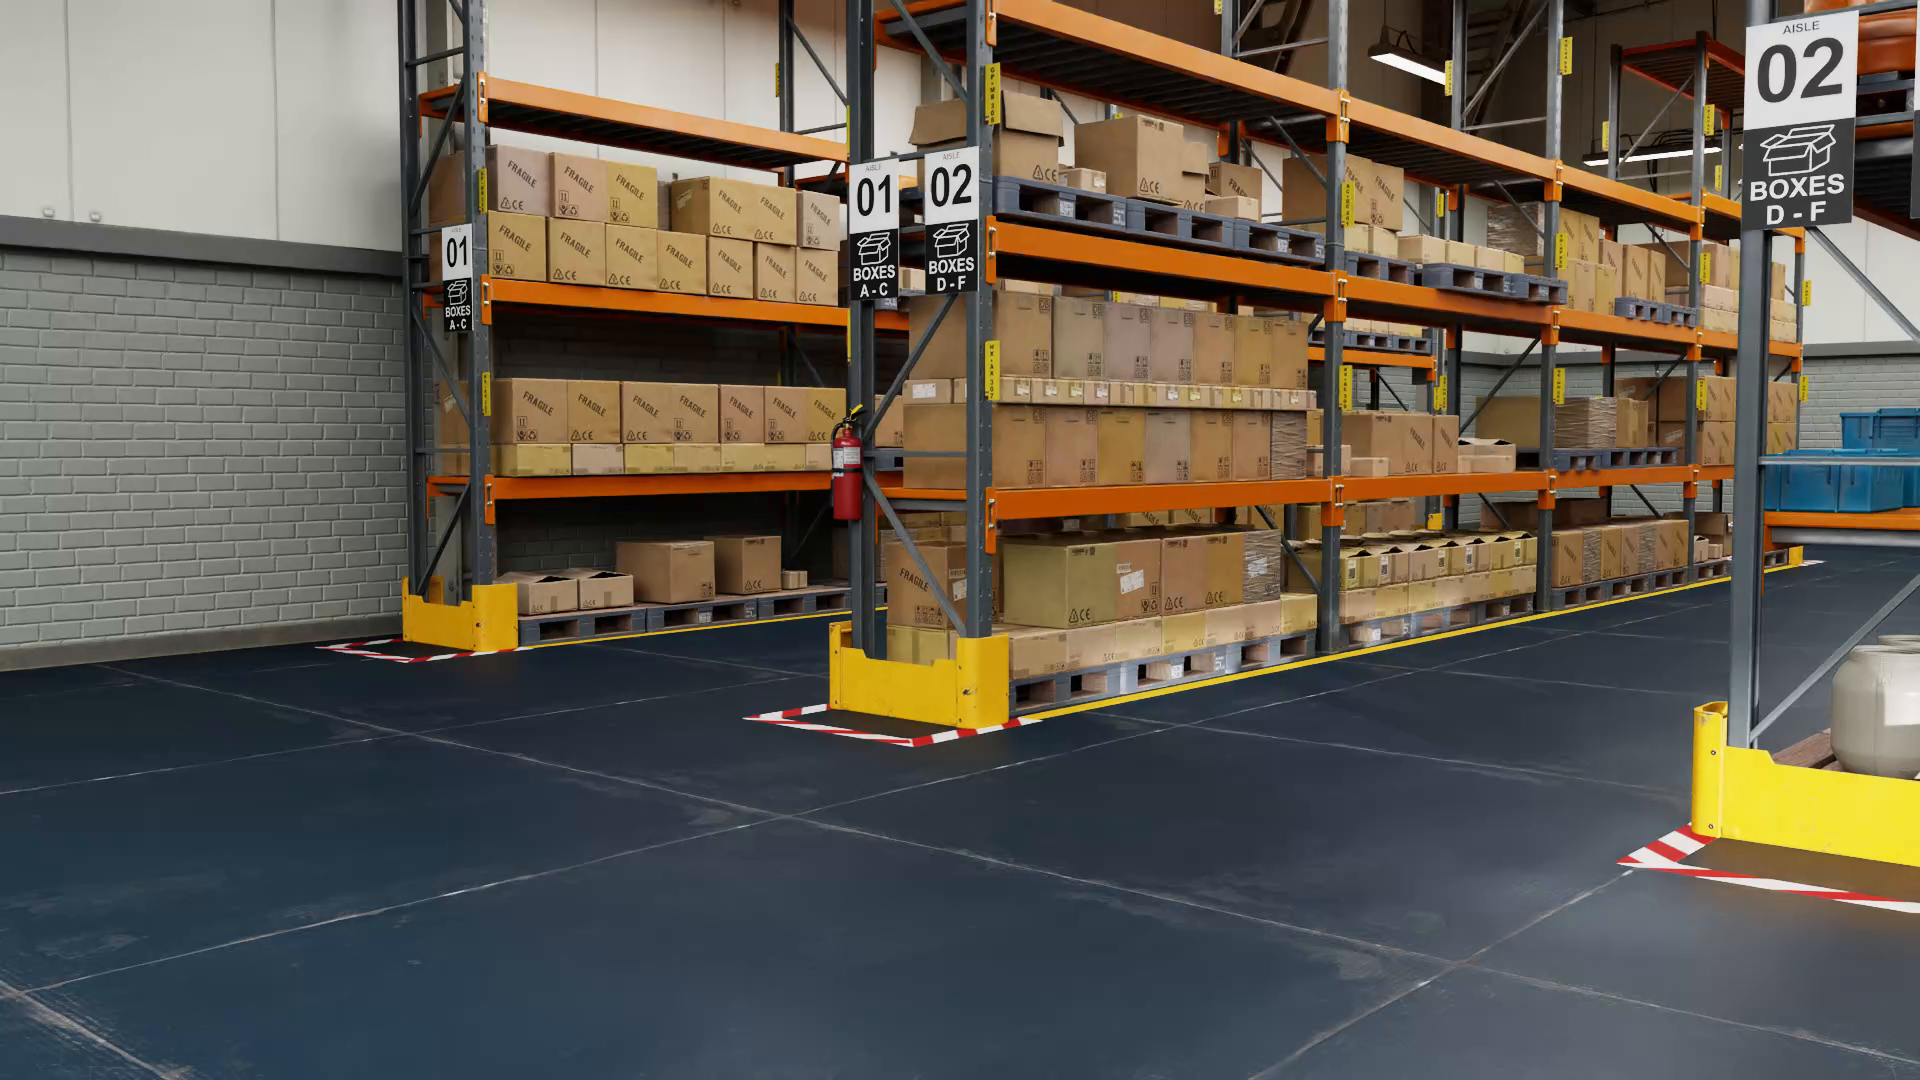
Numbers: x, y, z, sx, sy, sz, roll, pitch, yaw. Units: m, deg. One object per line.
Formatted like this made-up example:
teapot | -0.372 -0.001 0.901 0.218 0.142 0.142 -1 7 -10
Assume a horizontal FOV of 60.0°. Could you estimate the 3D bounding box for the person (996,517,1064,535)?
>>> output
person | 0.534 0.021 12.871 0.631 1.590 0.427 3 4 39
